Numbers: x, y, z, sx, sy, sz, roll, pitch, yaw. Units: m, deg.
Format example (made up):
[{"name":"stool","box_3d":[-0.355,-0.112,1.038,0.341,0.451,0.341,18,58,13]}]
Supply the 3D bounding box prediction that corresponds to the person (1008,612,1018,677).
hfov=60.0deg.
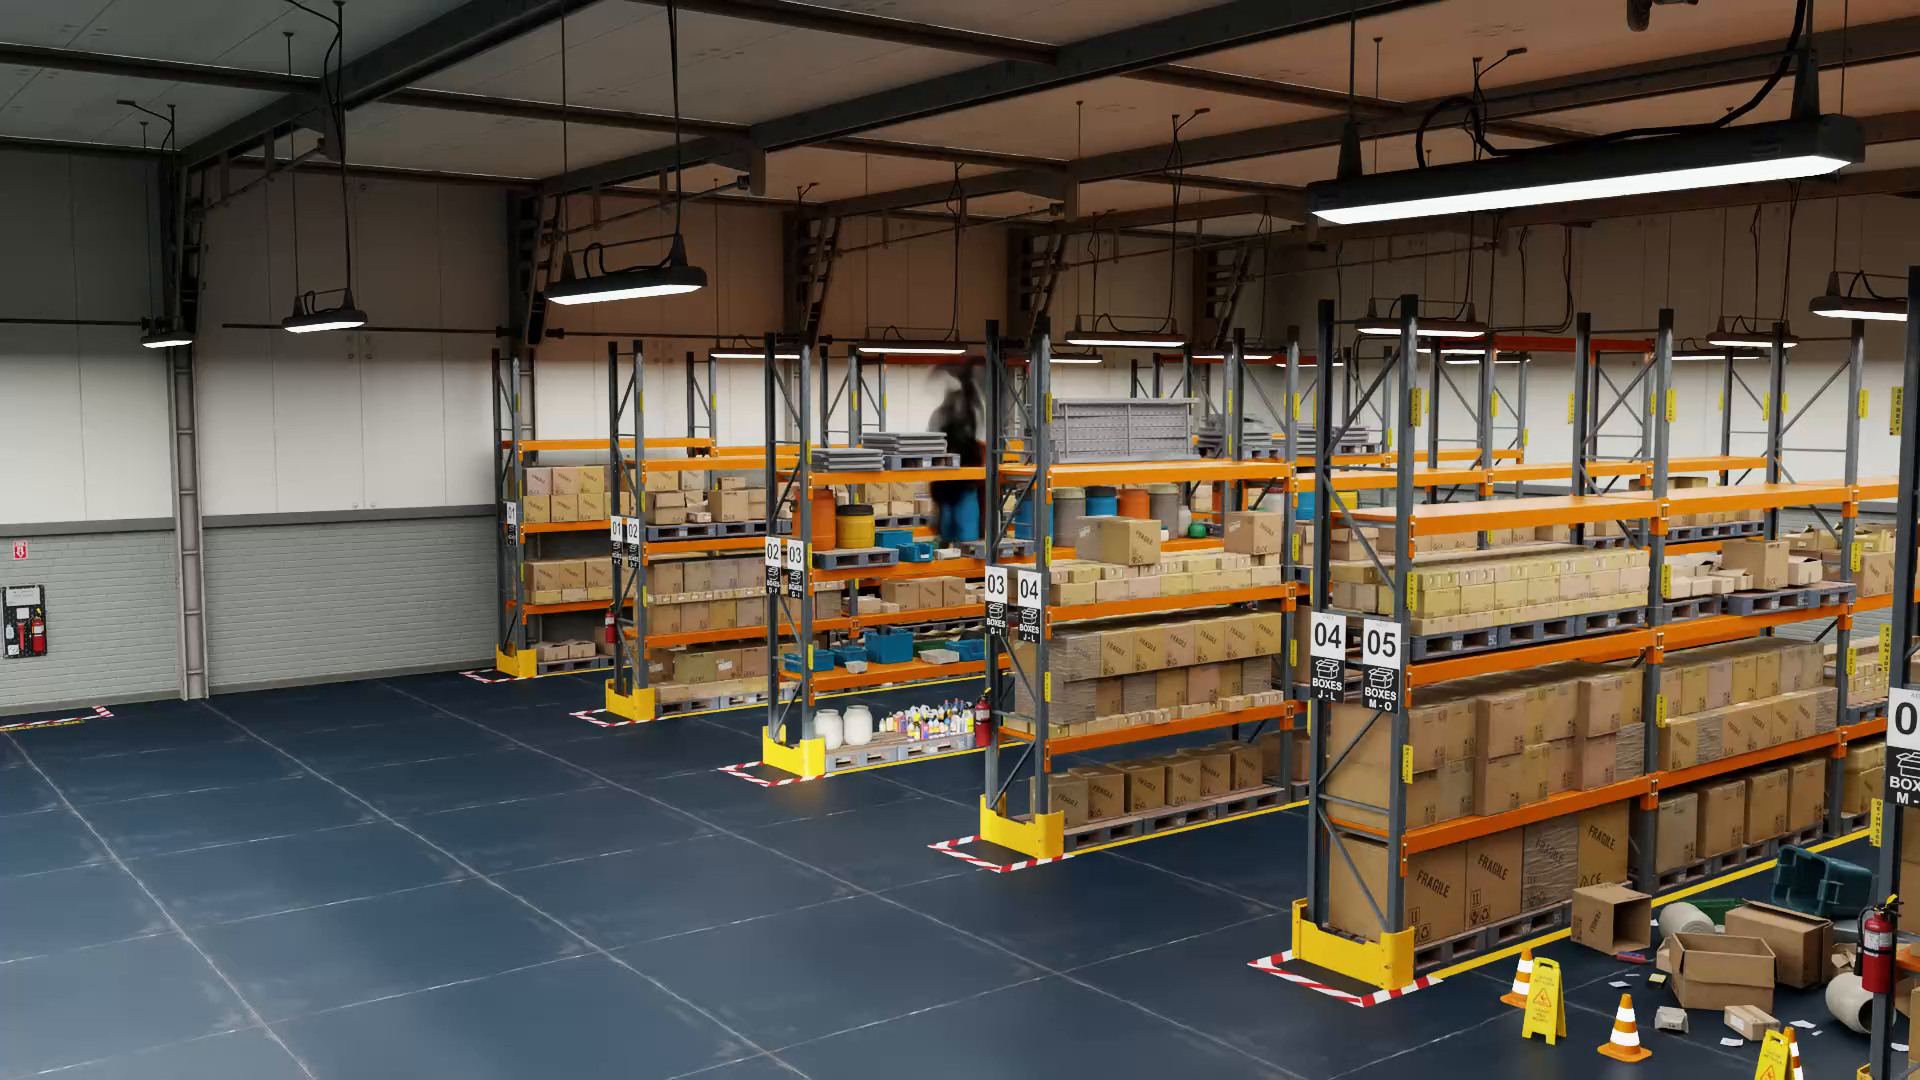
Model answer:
[{"name":"person","box_3d":[1.084,1.705,28.941,0.683,1.618,0.939,4,7,40]}]
